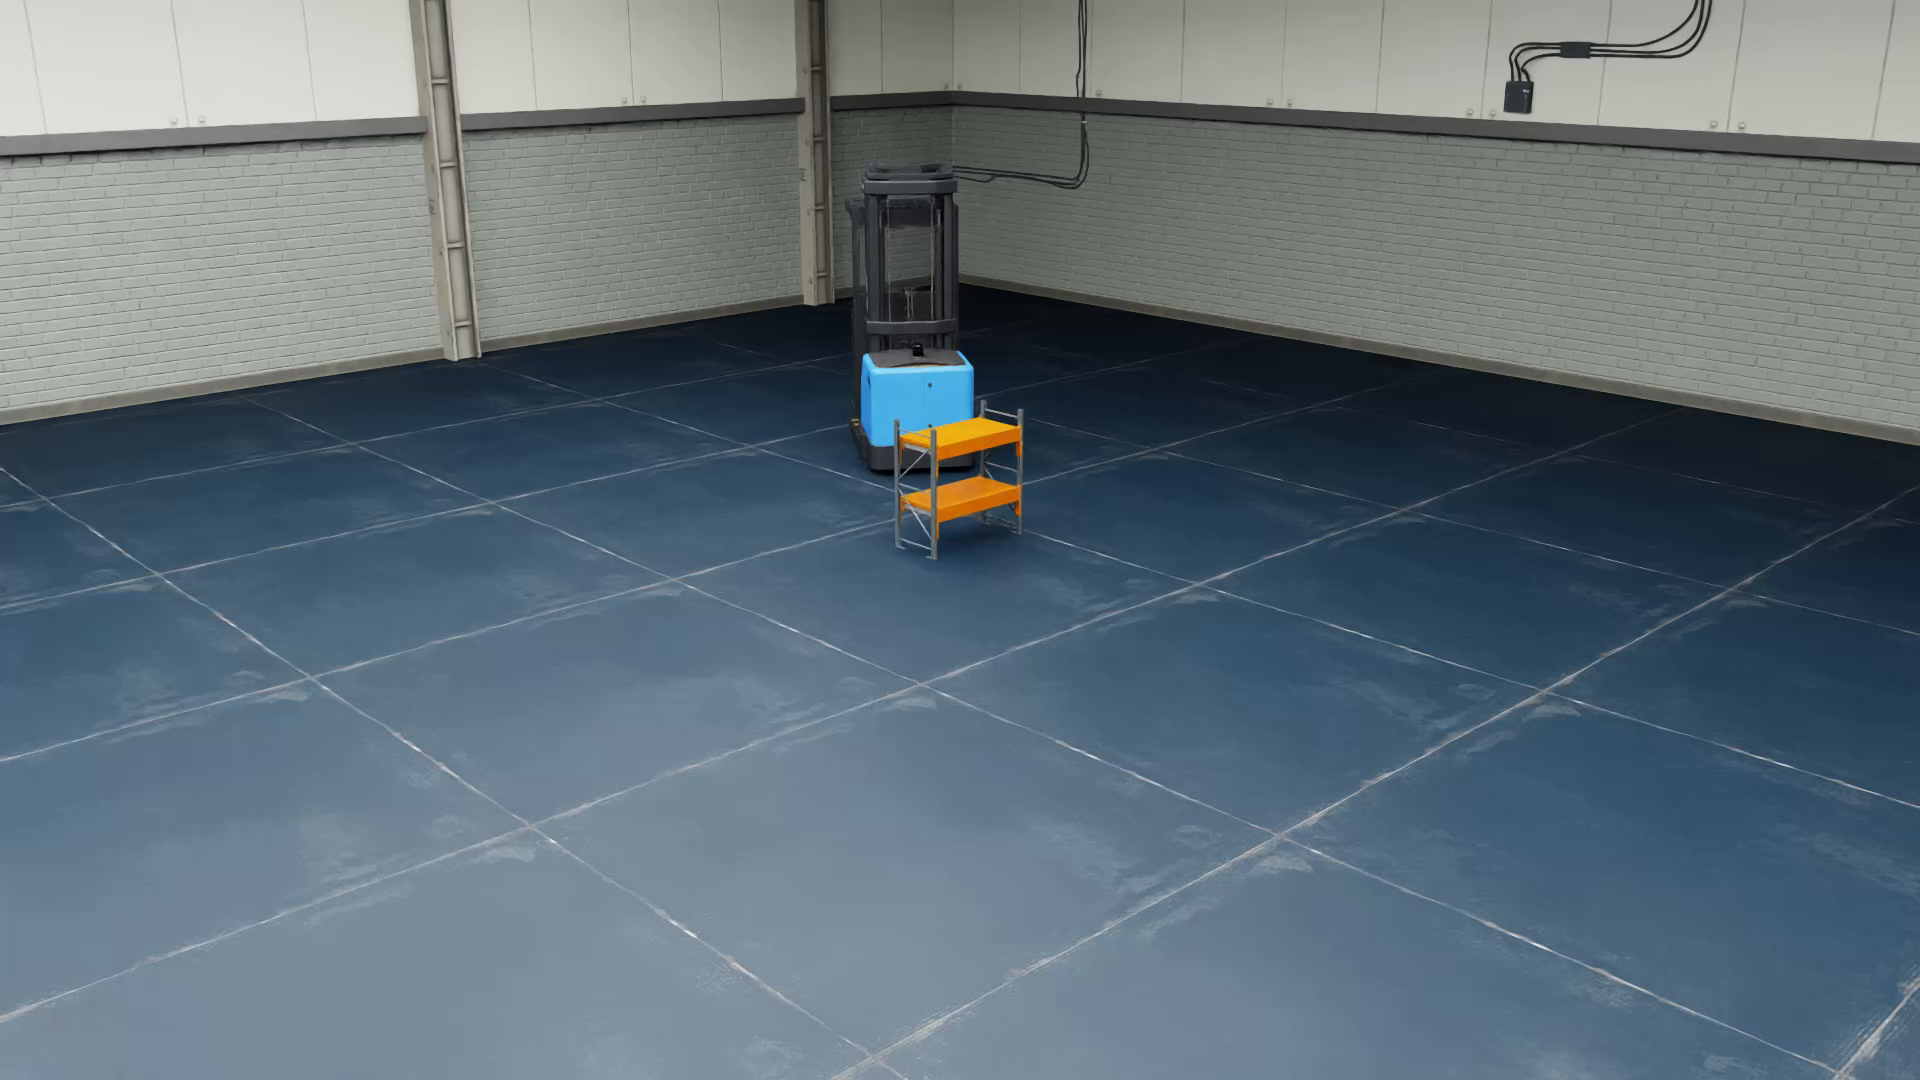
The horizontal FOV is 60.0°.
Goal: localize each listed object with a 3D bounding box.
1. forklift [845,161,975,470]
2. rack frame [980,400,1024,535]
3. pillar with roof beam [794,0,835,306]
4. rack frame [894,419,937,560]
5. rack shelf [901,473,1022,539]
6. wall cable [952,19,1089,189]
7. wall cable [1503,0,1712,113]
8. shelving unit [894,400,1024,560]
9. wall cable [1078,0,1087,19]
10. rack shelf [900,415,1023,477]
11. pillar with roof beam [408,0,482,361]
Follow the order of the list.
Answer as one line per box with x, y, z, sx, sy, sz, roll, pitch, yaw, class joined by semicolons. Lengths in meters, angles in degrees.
-0.601;-2.499;17.439;1.130;2.935;3.031;-3;18;-9;forklift
0.364;-0.641;14.639;0.032;1.125;0.500;-16;24;-41;rack frame
0.765;-6.992;21.460;0.400;9.000;9.100;-16;24;-41;pillar with roof beam
-0.374;-0.426;13.975;0.032;1.125;0.500;-16;24;-41;rack frame
-0.005;-0.301;14.382;1.000;0.278;0.538;-16;24;-41;rack shelf
0.857;-6.808;25.925;0.112;2.526;3.097;-16;24;-41;wall cable
7.368;-7.772;18.350;0.169;6.003;2.305;-16;24;-41;wall cable
-0.005;-0.534;14.307;1.048;1.125;0.538;-16;24;-41;shelving unit
2.715;-8.604;23.277;0.112;2.526;3.097;-16;24;-41;wall cable
-0.005;-0.812;14.217;1.000;0.278;0.538;-16;24;-41;rack shelf
-3.594;-5.721;17.538;0.400;9.000;9.100;-16;24;-41;pillar with roof beam
